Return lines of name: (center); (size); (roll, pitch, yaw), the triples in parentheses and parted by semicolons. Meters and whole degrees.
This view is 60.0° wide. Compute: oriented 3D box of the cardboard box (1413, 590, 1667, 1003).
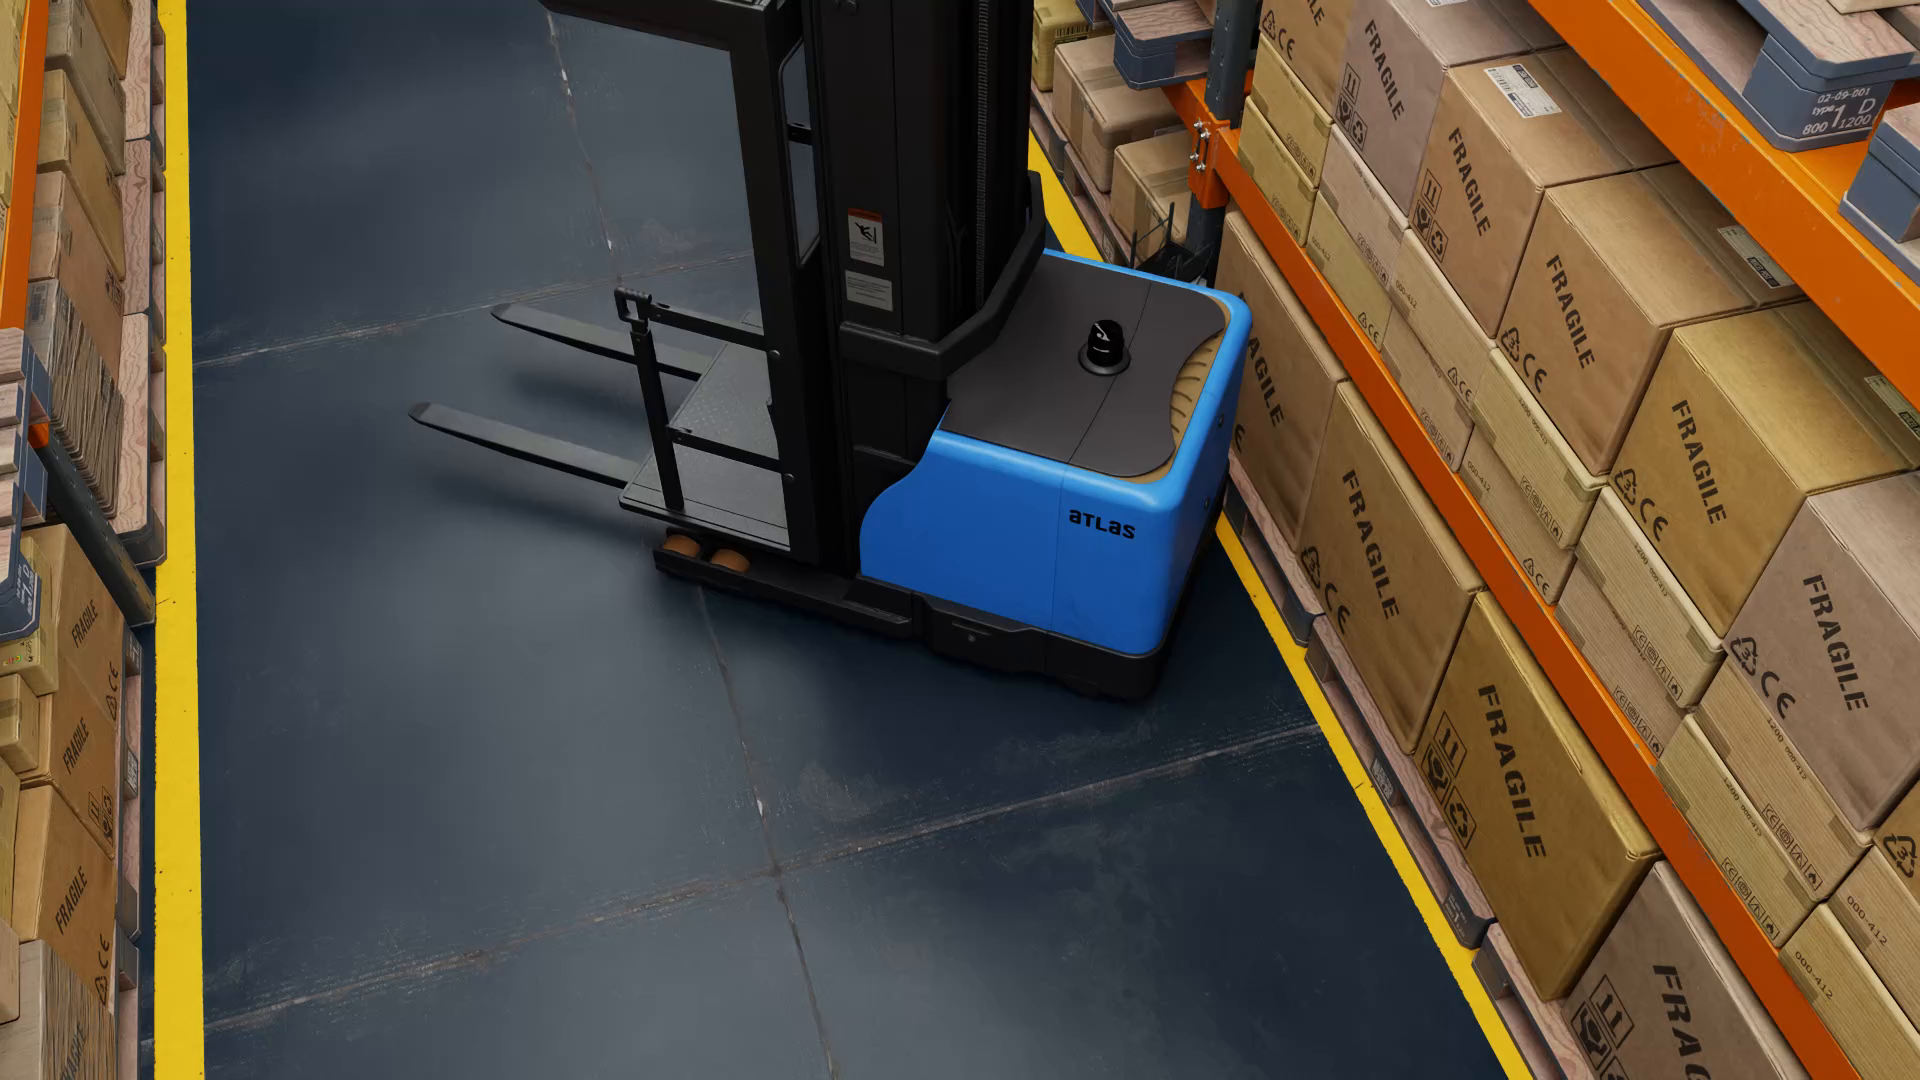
cardboard box: (1.995, 0.660, 4.847); (0.875, 0.875, 0.875); (-12, 51, -10)

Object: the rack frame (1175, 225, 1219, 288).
rack frame: (0.858, -0.784, 6.322); (0.006, 0.900, 0.240); (35, 58, 26)

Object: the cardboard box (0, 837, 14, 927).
cardboard box: (-2.751, 0.951, 4.423); (0.380, 0.149, 0.250); (-14, 51, -12)

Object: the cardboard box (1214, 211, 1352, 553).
cardboard box: (1.471, -0.646, 5.948); (0.875, 0.875, 0.875); (-14, 51, -11)

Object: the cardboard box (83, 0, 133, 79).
cardboard box: (-4.412, -2.507, 7.680); (0.875, 0.625, 0.625); (-11, 51, -9)

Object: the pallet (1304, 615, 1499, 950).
pallet: (1.864, 0.662, 5.553); (1.003, 0.211, 1.213); (-13, 51, -11)

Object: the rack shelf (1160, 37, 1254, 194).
rack shelf: (0.755, -2.948, 7.243); (1.077, 0.370, 4.000); (-13, 51, -11)

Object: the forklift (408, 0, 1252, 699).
forklift: (-0.584, -1.114, 5.272); (3.031, 2.935, 1.130); (16, 52, 13)

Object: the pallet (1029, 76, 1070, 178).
pallet: (0.759, -2.280, 8.034); (1.003, 0.211, 1.213); (-13, 51, -11)

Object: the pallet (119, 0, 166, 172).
pallet: (-4.322, -2.087, 7.871); (1.003, 0.211, 1.213); (-13, 51, -11)

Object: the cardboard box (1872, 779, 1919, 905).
cardboard box: (2.157, 0.579, 3.081); (0.500, 0.500, 0.500); (-12, 51, -10)

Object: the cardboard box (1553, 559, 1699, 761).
cardboard box: (1.875, 0.235, 4.188); (0.500, 0.250, 0.500); (-15, 51, -12)

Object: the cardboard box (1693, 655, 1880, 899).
cardboard box: (2.012, 0.460, 3.672); (0.500, 0.250, 0.500); (-12, 51, -10)

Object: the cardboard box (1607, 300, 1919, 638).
cardboard box: (1.866, -0.172, 3.714); (0.500, 0.500, 0.500); (-12, 51, -10)

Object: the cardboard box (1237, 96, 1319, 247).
cardboard box: (1.251, -1.256, 5.445); (0.500, 0.250, 0.500); (-14, 51, -12)

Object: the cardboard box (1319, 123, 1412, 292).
cardboard box: (1.412, -1.028, 4.926); (0.500, 0.250, 0.500); (-12, 51, -10)

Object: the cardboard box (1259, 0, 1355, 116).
cardboard box: (1.258, -1.658, 4.966); (0.500, 0.500, 0.500); (-15, 51, -12)

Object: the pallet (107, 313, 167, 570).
pallet: (-3.601, -0.305, 6.369); (1.003, 0.211, 1.213); (-13, 51, -11)

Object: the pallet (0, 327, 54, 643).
pallet: (-3.127, -0.053, 4.458); (1.213, 0.211, 1.003); (-13, 51, -11)

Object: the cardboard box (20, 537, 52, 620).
cardboard box: (-3.006, 0.171, 5.080); (0.380, 0.149, 0.250); (-16, 52, -13)

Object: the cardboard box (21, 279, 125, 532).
cardboard box: (-3.566, -0.422, 5.923); (0.875, 0.625, 0.625); (-12, 51, -10)

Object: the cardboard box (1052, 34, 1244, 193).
cardboard box: (0.963, -1.959, 7.384); (0.950, 0.372, 0.625); (-14, 51, -12)

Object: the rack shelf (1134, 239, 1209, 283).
rack shelf: (0.783, -0.989, 6.185); (0.200, 0.077, 0.258); (35, 58, 26)

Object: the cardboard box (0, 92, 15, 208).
cardboard box: (-3.436, -1.293, 5.476); (0.500, 0.250, 0.500); (-14, 51, -12)

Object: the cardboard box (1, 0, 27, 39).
cardboard box: (-3.747, -2.047, 6.112); (0.500, 0.250, 0.500); (-12, 51, -10)

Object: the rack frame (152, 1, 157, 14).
rack frame: (-4.577, -3.515, 7.251); (1.000, 3.000, 0.127); (-13, 51, -11)

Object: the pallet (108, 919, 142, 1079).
pallet: (-2.853, 1.748, 4.638); (1.003, 0.211, 1.213); (-13, 51, -11)

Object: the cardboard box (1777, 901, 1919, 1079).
cardboard box: (2.156, 0.981, 3.560); (0.500, 0.250, 0.500); (-14, 51, -12)

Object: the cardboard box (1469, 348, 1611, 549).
cardboard box: (1.685, -0.288, 4.302); (0.500, 0.250, 0.500); (-13, 51, -10)

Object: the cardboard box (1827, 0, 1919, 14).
cardboard box: (1.827, -1.171, 3.192); (0.380, 0.166, 0.250); (-9, 51, -8)

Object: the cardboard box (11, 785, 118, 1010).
cardboard box: (-2.769, 1.086, 4.732); (0.500, 0.500, 0.500); (-11, 51, -9)

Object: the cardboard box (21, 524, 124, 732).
cardboard box: (-3.064, 0.337, 5.364); (0.500, 0.500, 0.500); (-12, 51, -10)

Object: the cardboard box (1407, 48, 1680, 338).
cardboard box: (1.553, -0.916, 4.341); (0.500, 0.500, 0.500); (-12, 51, -10)

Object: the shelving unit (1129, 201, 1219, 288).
shelving unit: (0.783, -0.836, 6.366); (0.210, 0.900, 0.258); (35, 58, 26)

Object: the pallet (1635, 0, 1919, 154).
pallet: (1.921, -1.350, 3.588); (1.003, 0.211, 1.213); (-11, 51, -9)

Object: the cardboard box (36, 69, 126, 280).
cardboard box: (-3.966, -1.389, 6.738); (0.875, 0.625, 0.625); (-15, 52, -12)

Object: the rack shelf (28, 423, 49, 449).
rack shelf: (-2.803, 1.099, 3.832); (1.077, 0.370, 4.000); (-13, 51, -11)

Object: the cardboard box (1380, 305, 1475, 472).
cardboard box: (1.569, -0.500, 4.808); (0.500, 0.250, 0.500); (-12, 51, -10)

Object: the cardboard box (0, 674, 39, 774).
cardboard box: (-2.860, 0.566, 4.747); (0.380, 0.149, 0.250); (-15, 51, -12)
